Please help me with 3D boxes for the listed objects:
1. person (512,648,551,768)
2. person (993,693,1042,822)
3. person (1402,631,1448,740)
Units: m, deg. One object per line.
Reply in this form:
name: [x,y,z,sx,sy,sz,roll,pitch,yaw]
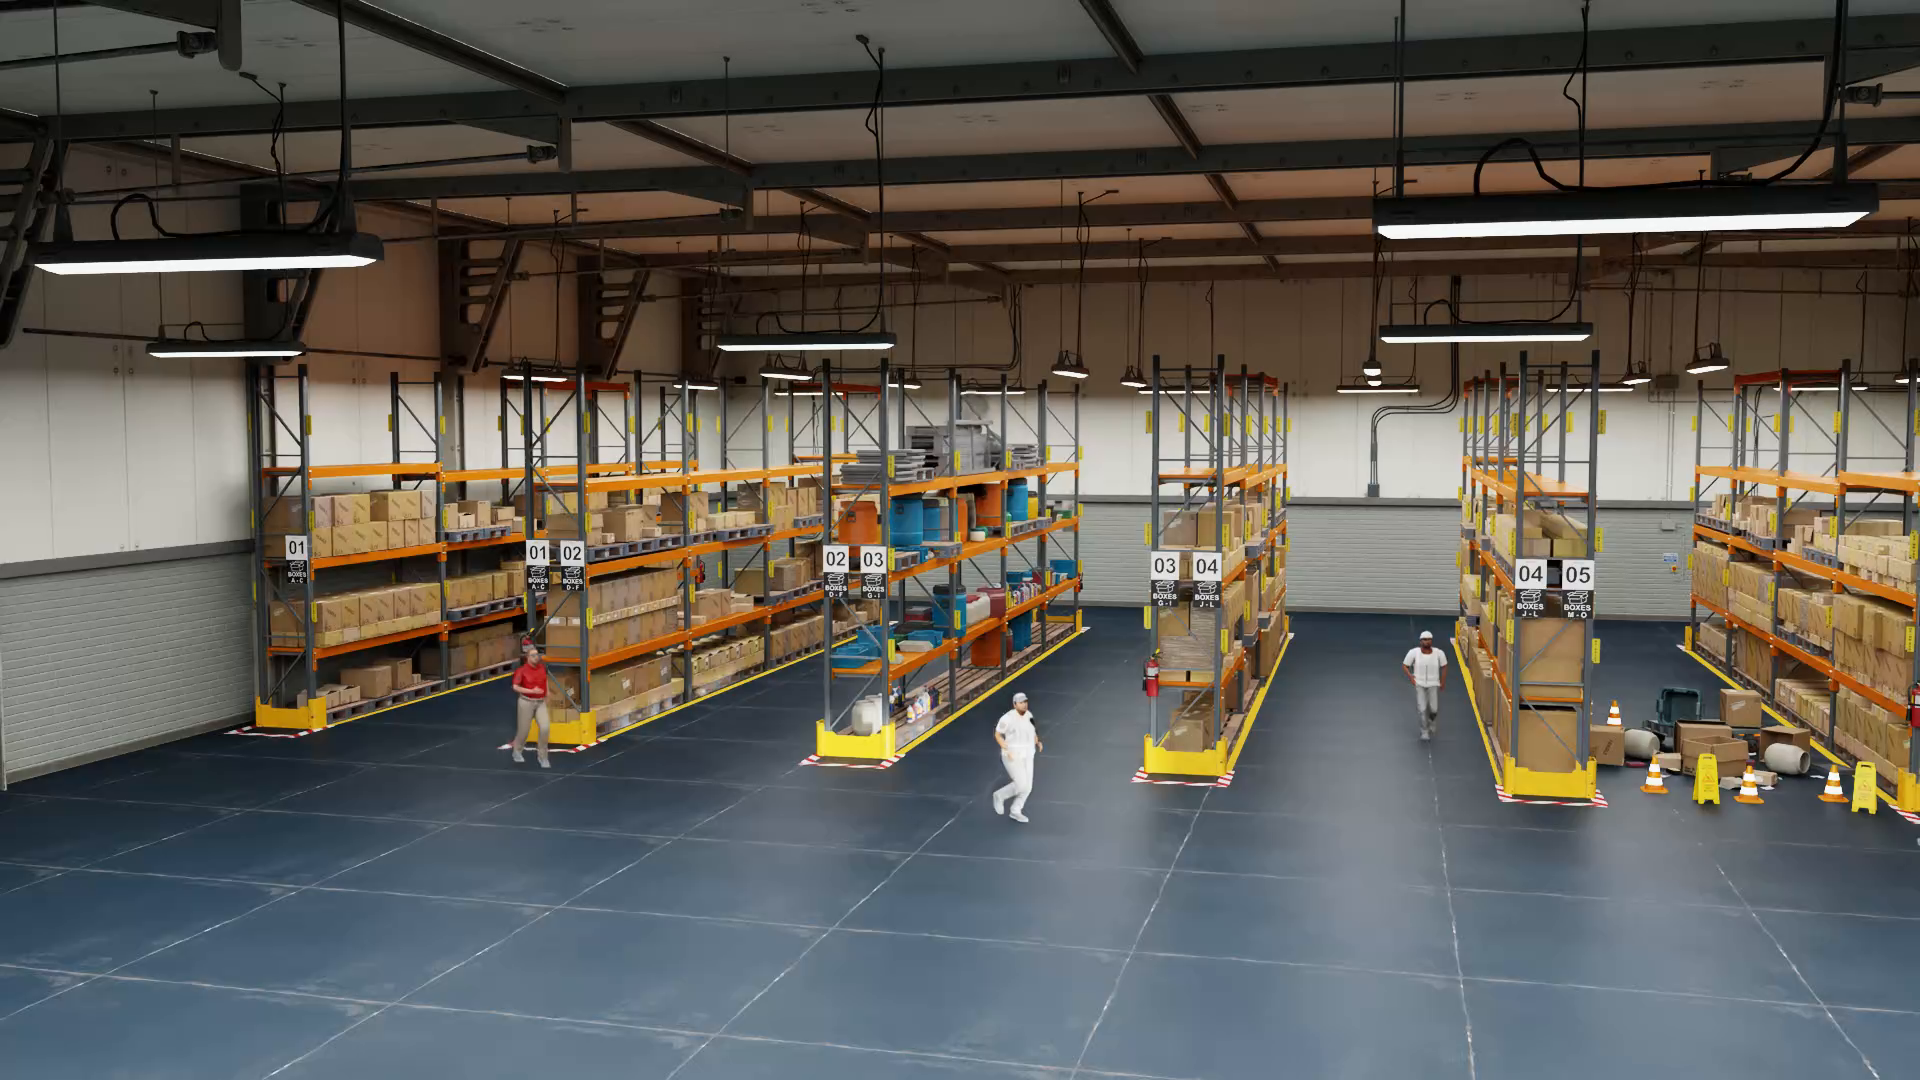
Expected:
person: [-6.277,2.482,24.409,0.677,1.820,0.789,-4,6,-45]
person: [0.758,2.743,21.083,0.597,1.638,0.581,-3,5,-40]
person: [7.413,2.309,26.518,0.706,1.728,0.575,1,4,12]
